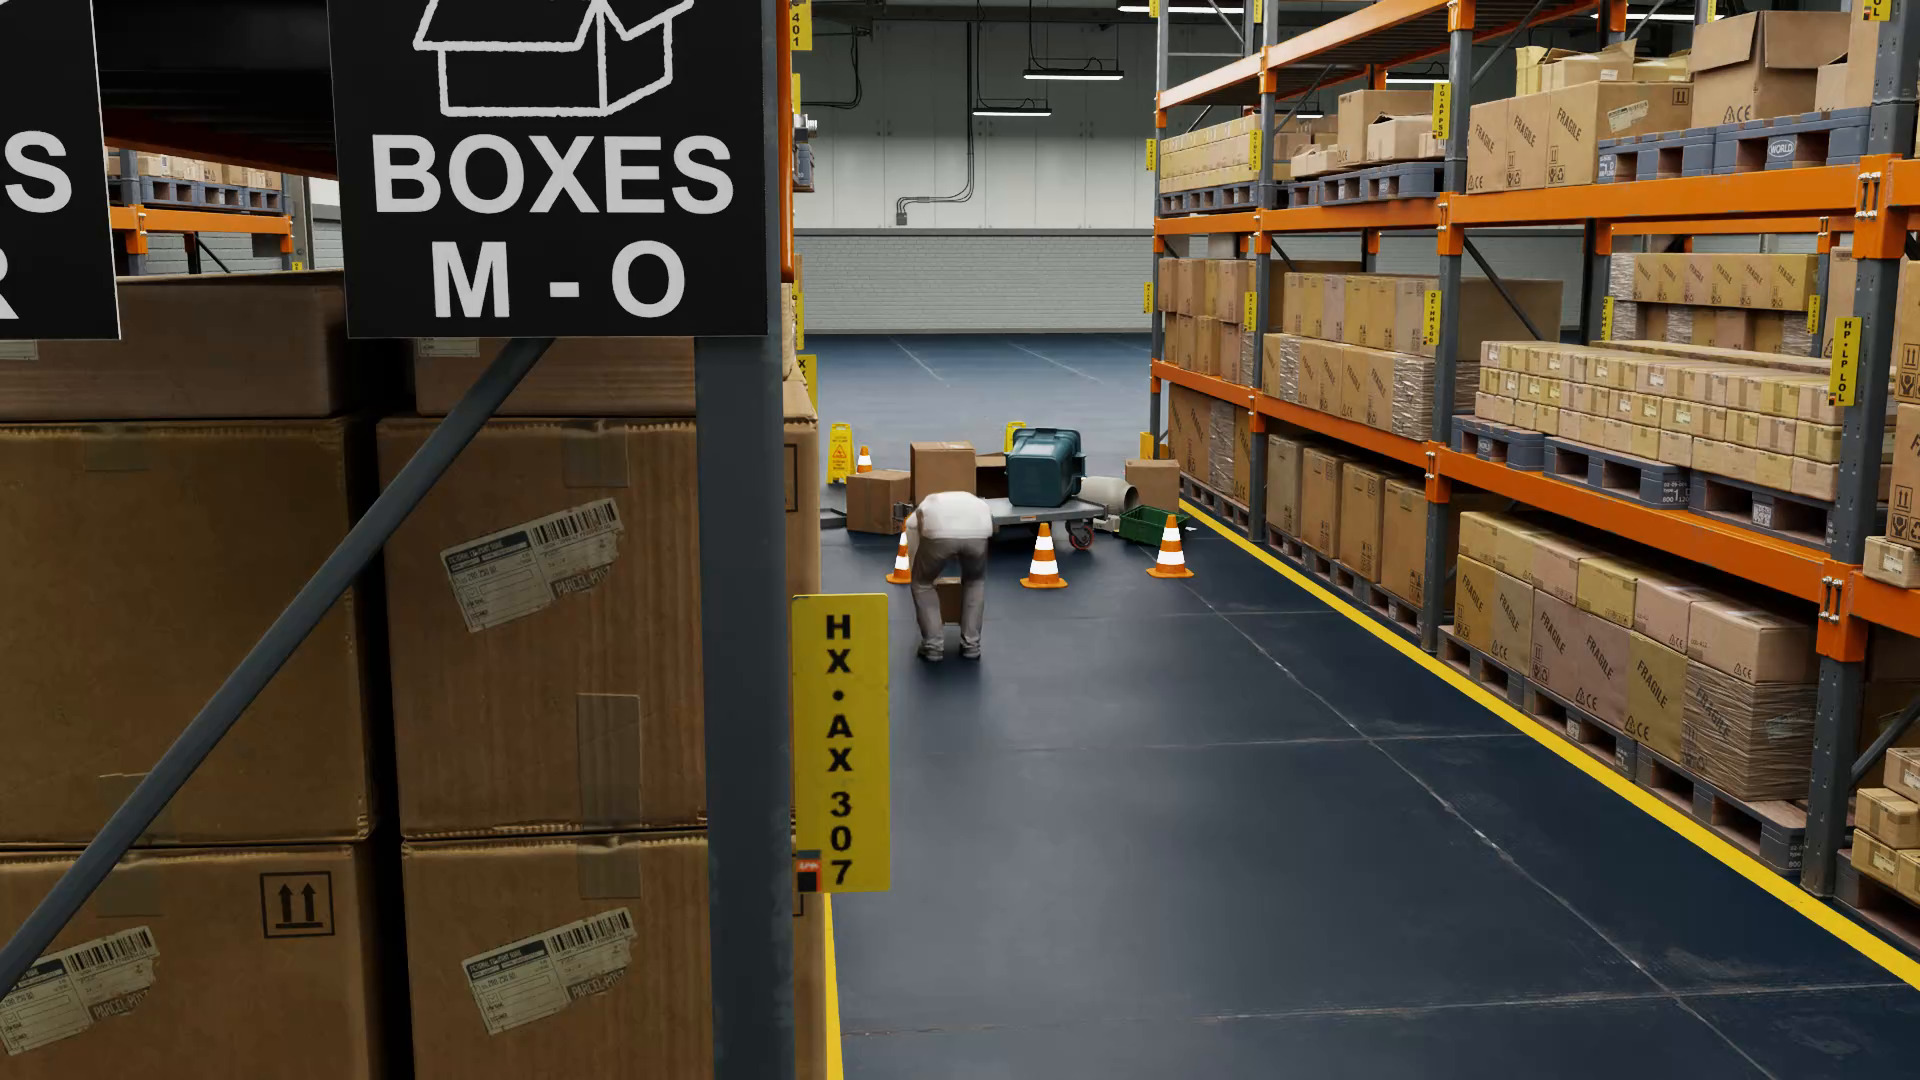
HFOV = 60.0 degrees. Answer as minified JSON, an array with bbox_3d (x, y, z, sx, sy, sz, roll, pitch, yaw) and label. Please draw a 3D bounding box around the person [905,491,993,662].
[{"bbox_3d":[-0.089,0.179,10.426,0.486,1.031,0.979,-2,10,-11],"label":"person"}]
